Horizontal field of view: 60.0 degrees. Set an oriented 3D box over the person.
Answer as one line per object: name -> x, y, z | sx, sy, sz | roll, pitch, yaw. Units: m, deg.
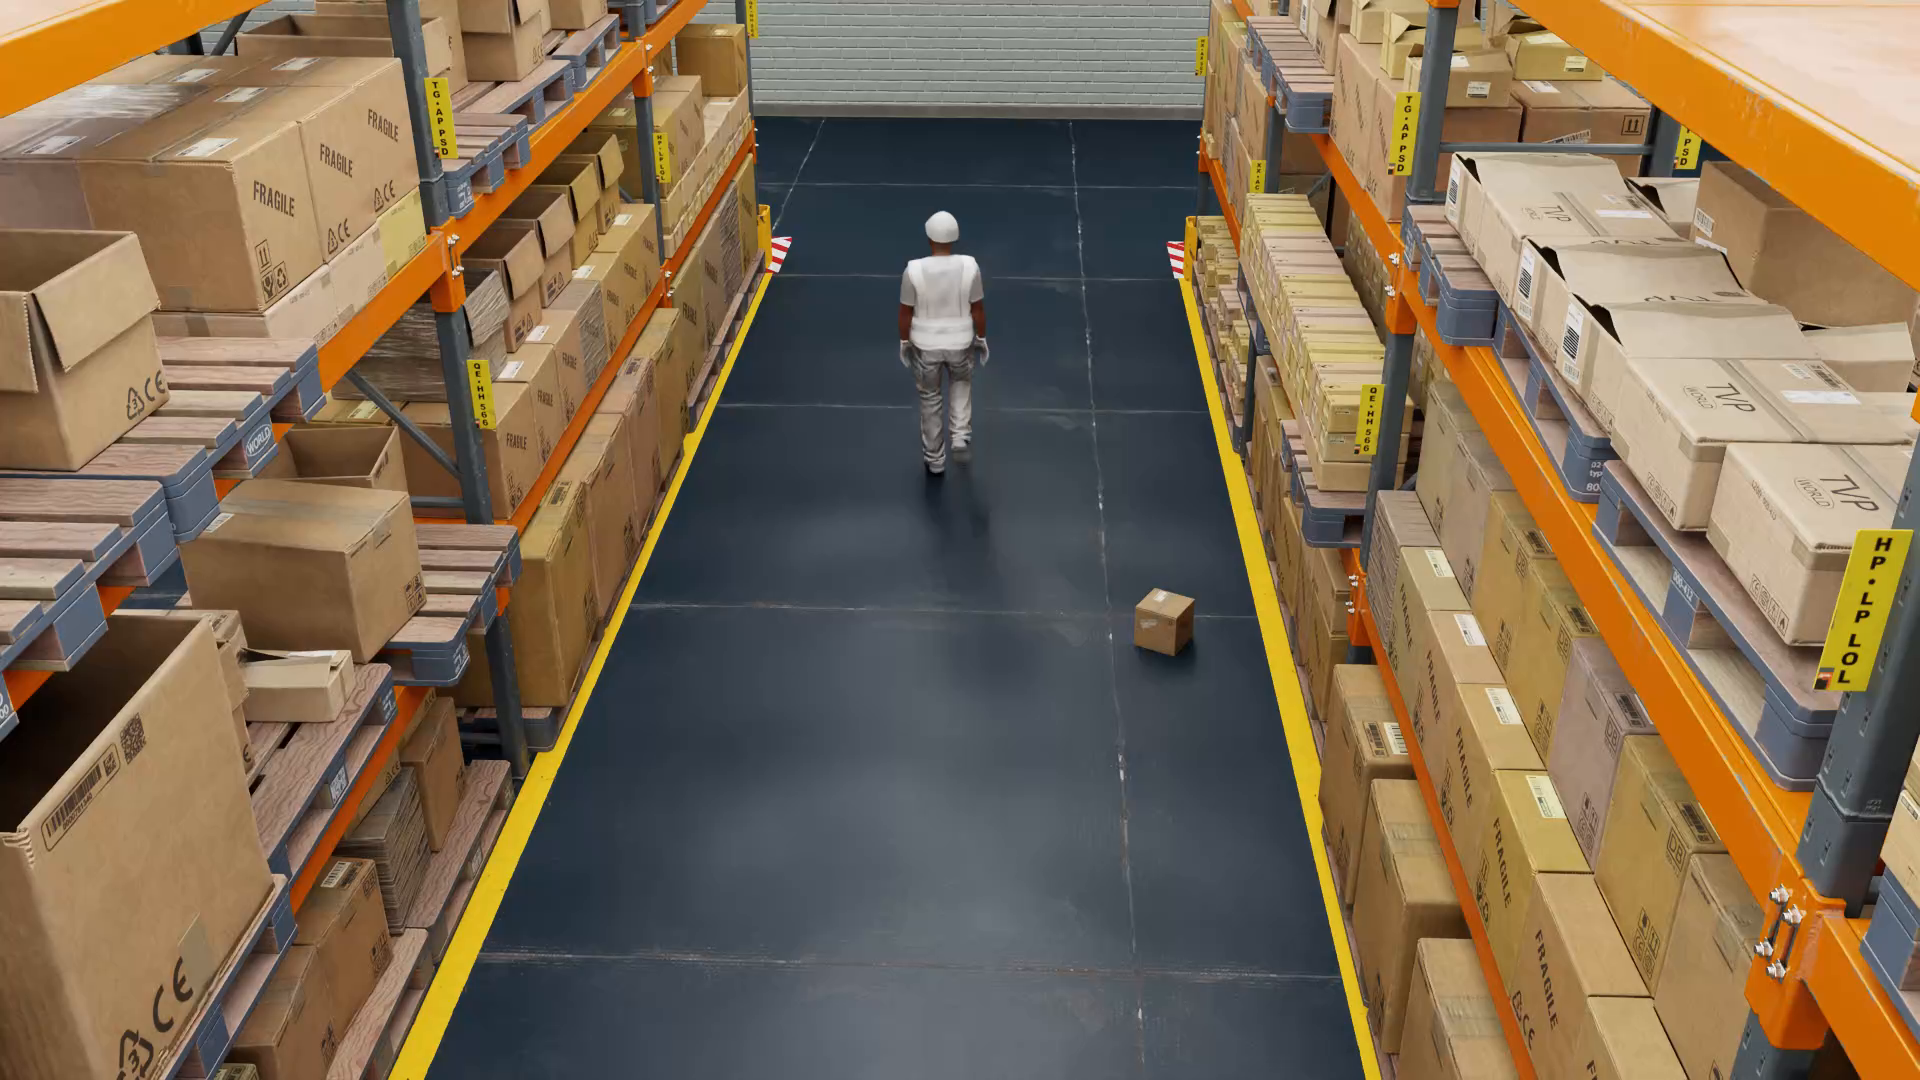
person -> -0.114, -1.321, 11.058 | 0.596, 1.788, 0.448 | -5, 28, -9
